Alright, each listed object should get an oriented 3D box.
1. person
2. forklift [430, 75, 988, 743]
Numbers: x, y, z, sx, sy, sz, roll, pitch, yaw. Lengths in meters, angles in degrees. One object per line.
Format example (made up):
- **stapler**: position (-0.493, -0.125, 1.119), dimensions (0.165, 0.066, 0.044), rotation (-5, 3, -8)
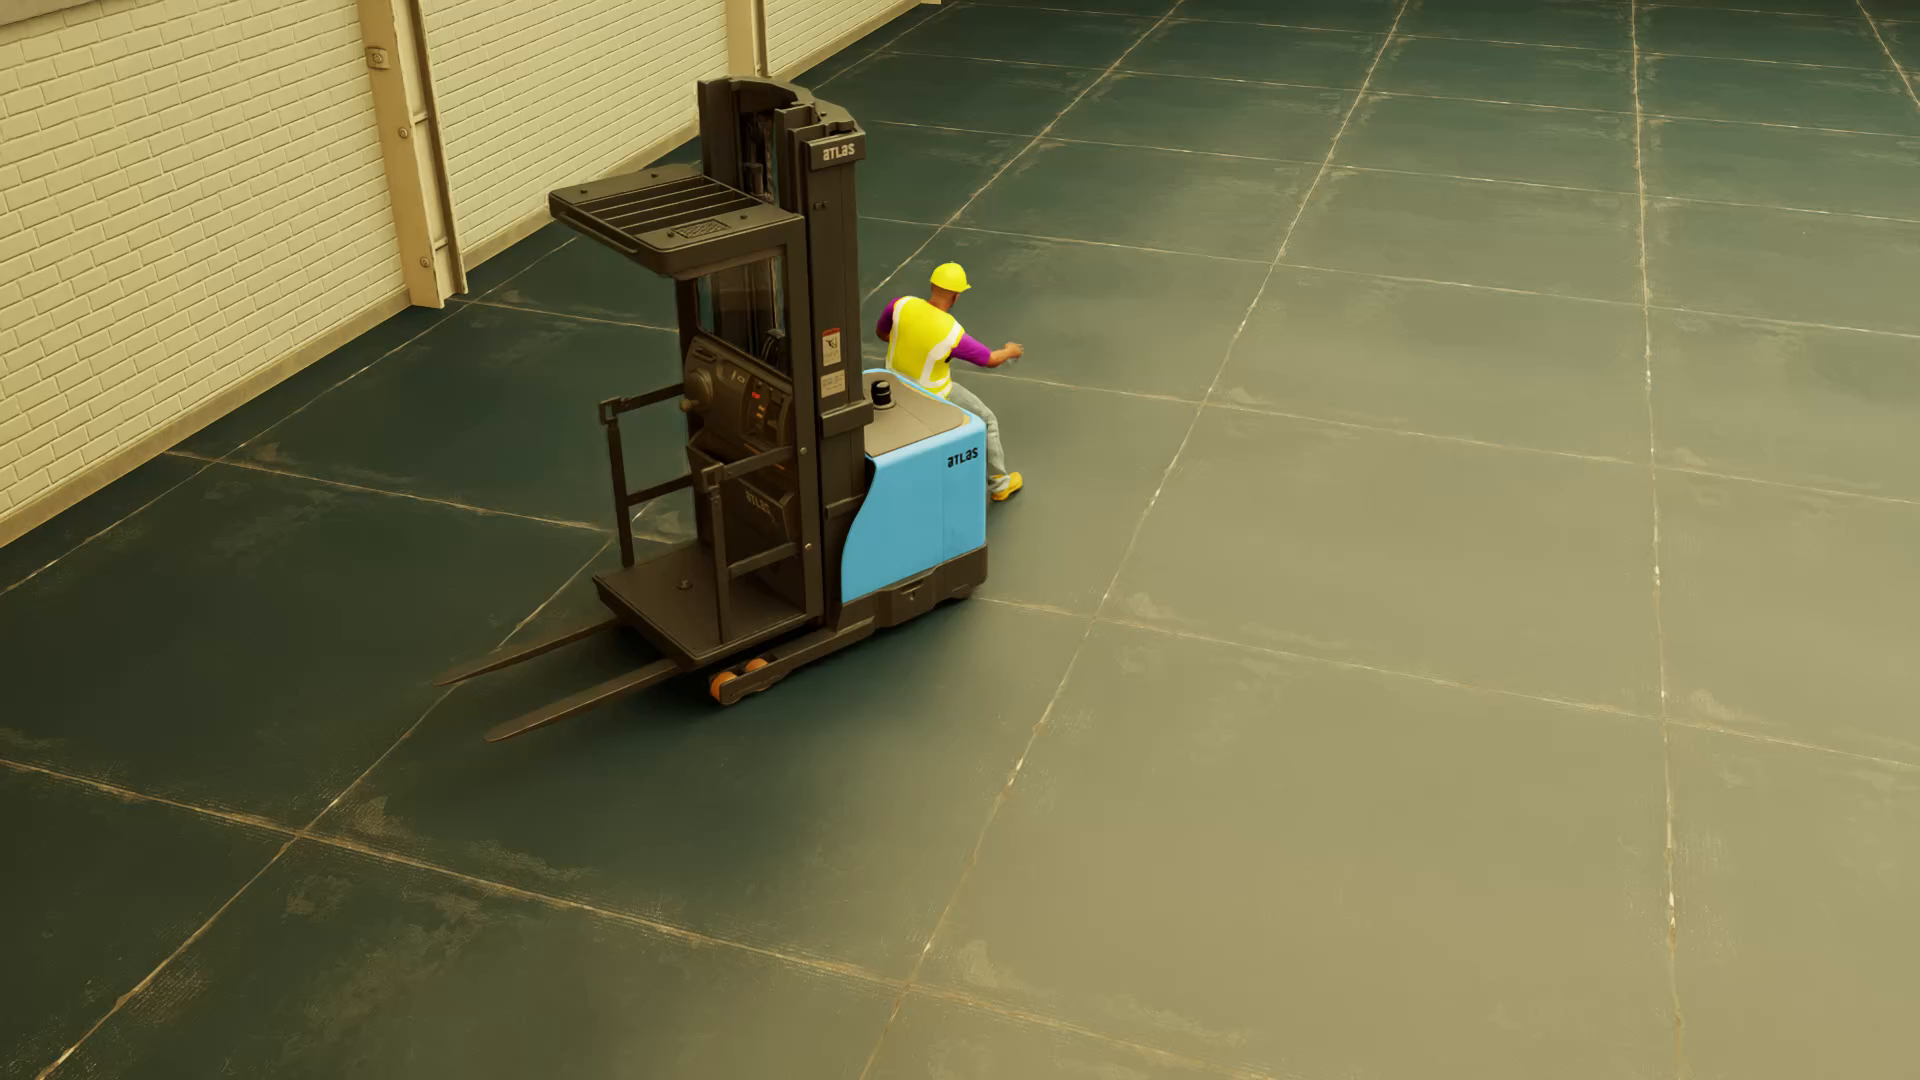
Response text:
- **person**: position (-0.043, -1.044, 10.354), dimensions (0.836, 1.572, 0.808), rotation (18, 34, 28)
- **forklift**: position (-1.300, -0.716, 8.393), dimensions (3.031, 2.935, 1.130), rotation (-22, 36, -34)
